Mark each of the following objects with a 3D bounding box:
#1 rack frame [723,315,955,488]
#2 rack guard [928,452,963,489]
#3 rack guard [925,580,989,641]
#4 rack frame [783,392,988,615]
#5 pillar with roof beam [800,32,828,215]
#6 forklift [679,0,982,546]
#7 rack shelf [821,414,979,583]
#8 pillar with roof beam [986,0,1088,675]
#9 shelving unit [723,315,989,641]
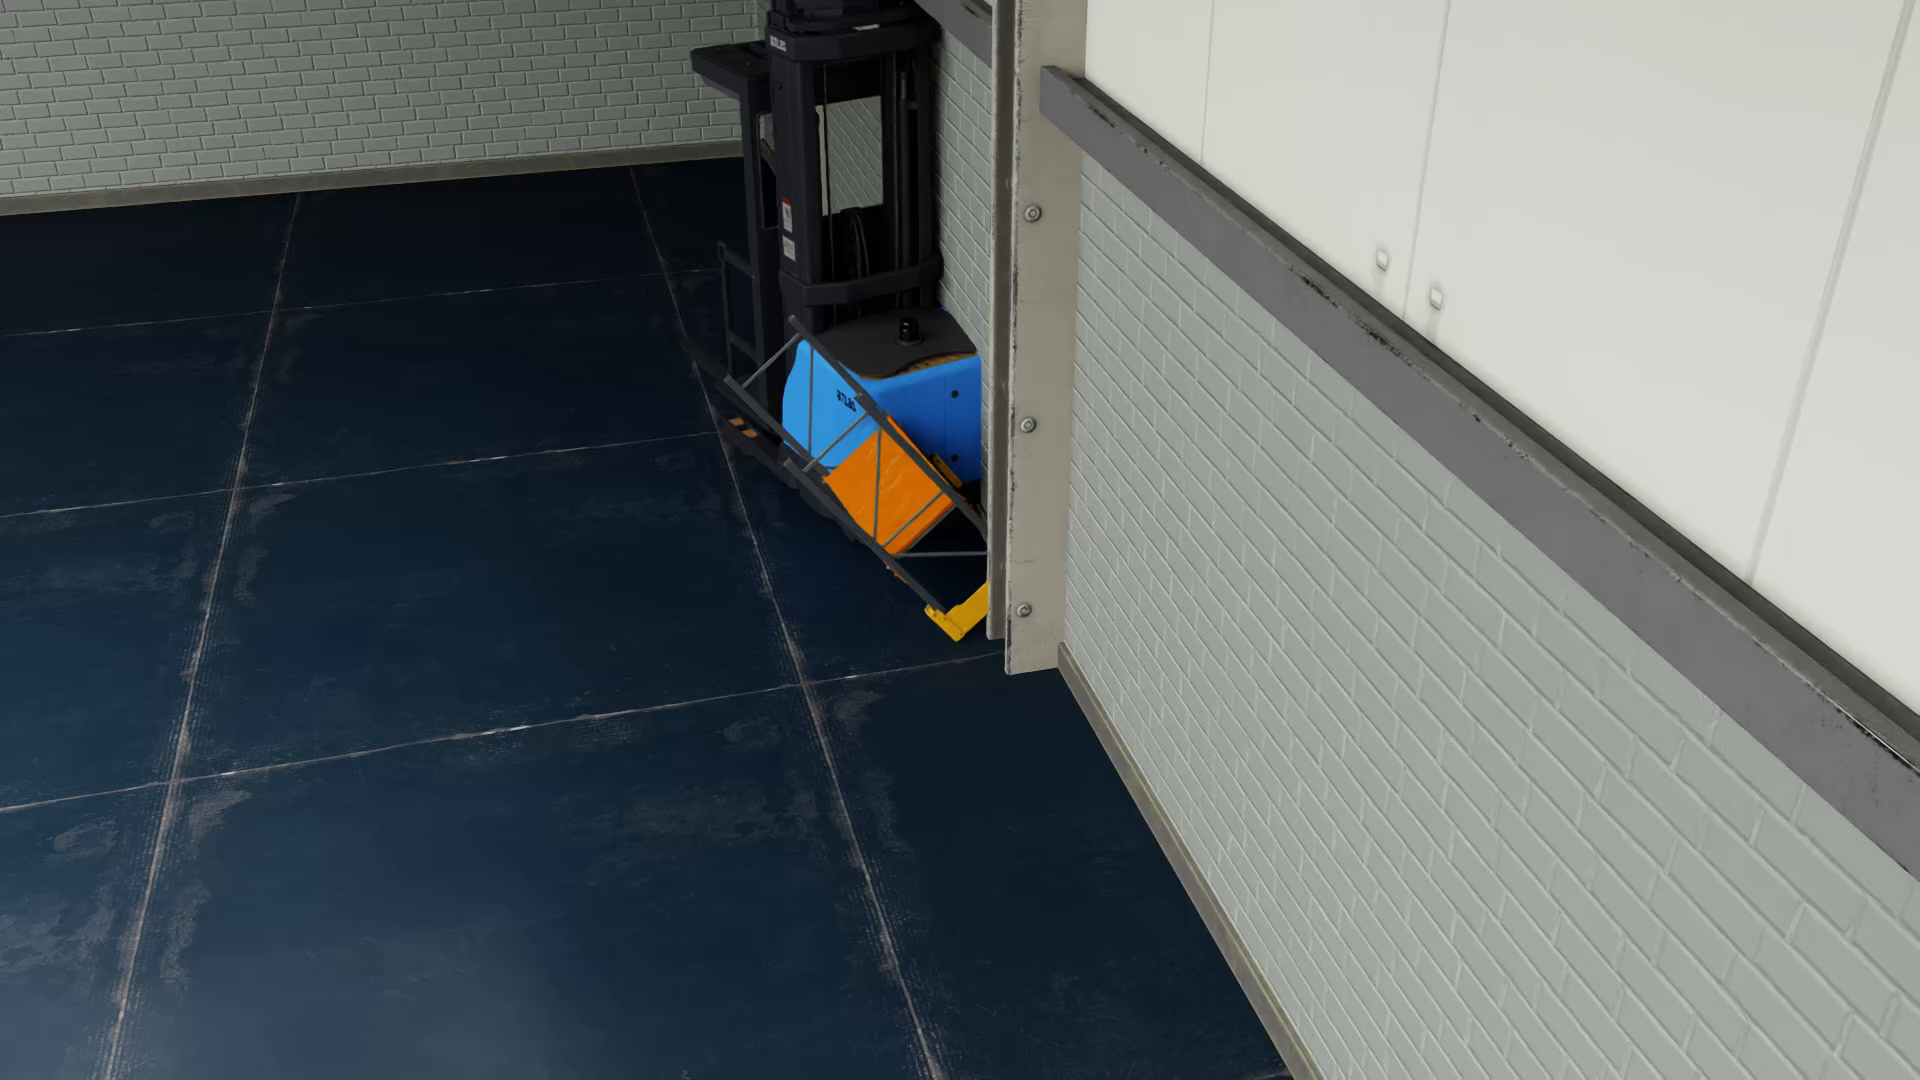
[{"bbox_3d":[-0.634,-0.577,9.136,0.500,1.500,0.032,-43,38,2],"label":"rack frame"},{"bbox_3d":[-0.280,-0.215,9.502,0.587,0.250,0.087,-43,38,2],"label":"rack guard"},{"bbox_3d":[0.110,0.252,8.714,0.587,0.250,0.087,-43,38,2],"label":"rack guard"},{"bbox_3d":[-0.236,-0.101,8.332,0.500,1.500,0.032,-43,38,2],"label":"rack frame"},{"bbox_3d":[-5.403,-5.641,10.514,9.100,9.000,0.400,-8,31,-13],"label":"pillar with roof beam"},{"bbox_3d":[-0.888,-1.928,10.155,1.130,2.935,3.031,-18,34,-28],"label":"forklift"},{"bbox_3d":[-0.335,-0.237,8.844,0.538,0.185,1.000,-43,38,2],"label":"rack shelf"},{"bbox_3d":[-3.811,-2.744,5.507,9.100,9.000,0.400,-8,31,-13],"label":"pillar with roof beam"},{"bbox_3d":[-0.432,-0.335,8.727,0.587,1.500,1.083,-43,38,2],"label":"shelving unit"}]
